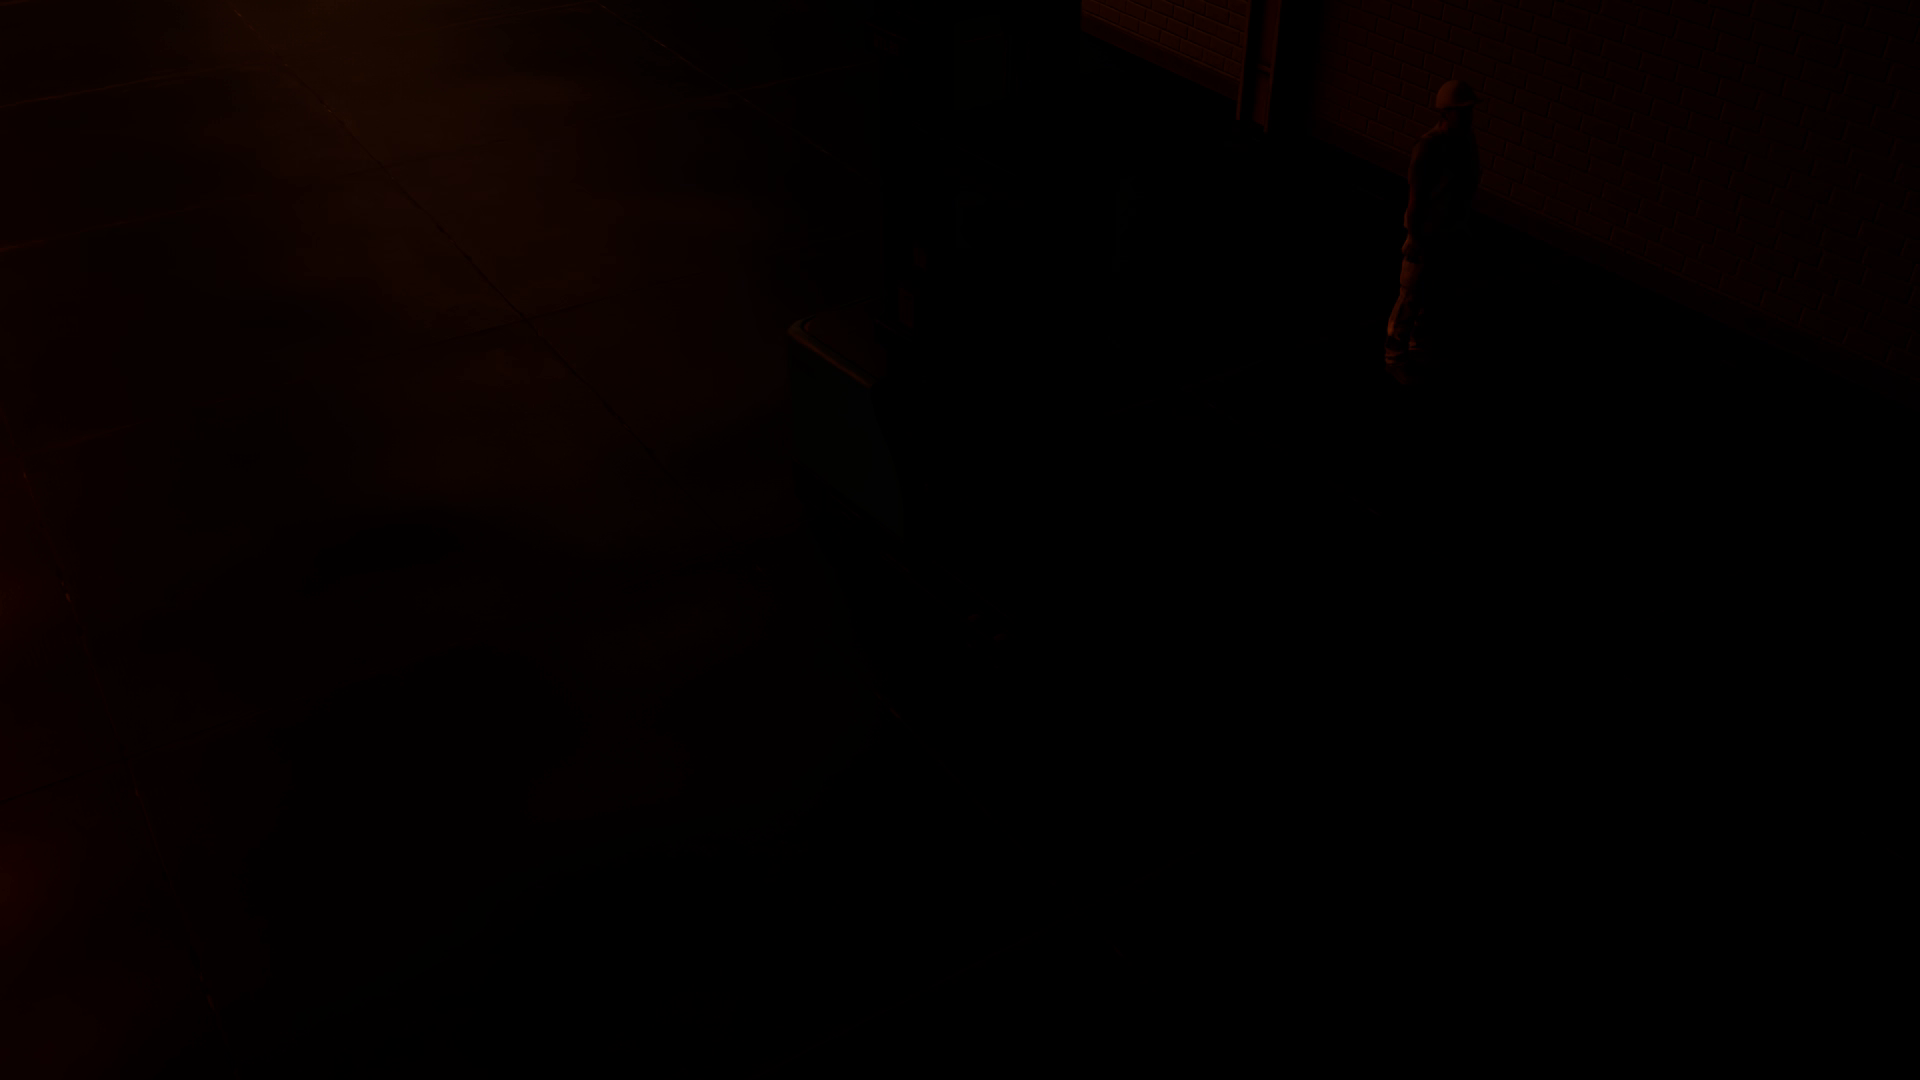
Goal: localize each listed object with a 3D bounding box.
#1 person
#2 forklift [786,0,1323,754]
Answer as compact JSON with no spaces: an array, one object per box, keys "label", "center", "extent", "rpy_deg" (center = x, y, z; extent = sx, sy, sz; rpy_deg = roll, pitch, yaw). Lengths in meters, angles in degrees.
[{"label":"person","center":[2.792,-1.791,9.689],"extent":[0.525,1.795,0.368],"rpy_deg":[-28,44,-34]},{"label":"forklift","center":[0.411,-0.917,7.453],"extent":[1.130,2.935,3.031],"rpy_deg":[-24,42,-30]}]
